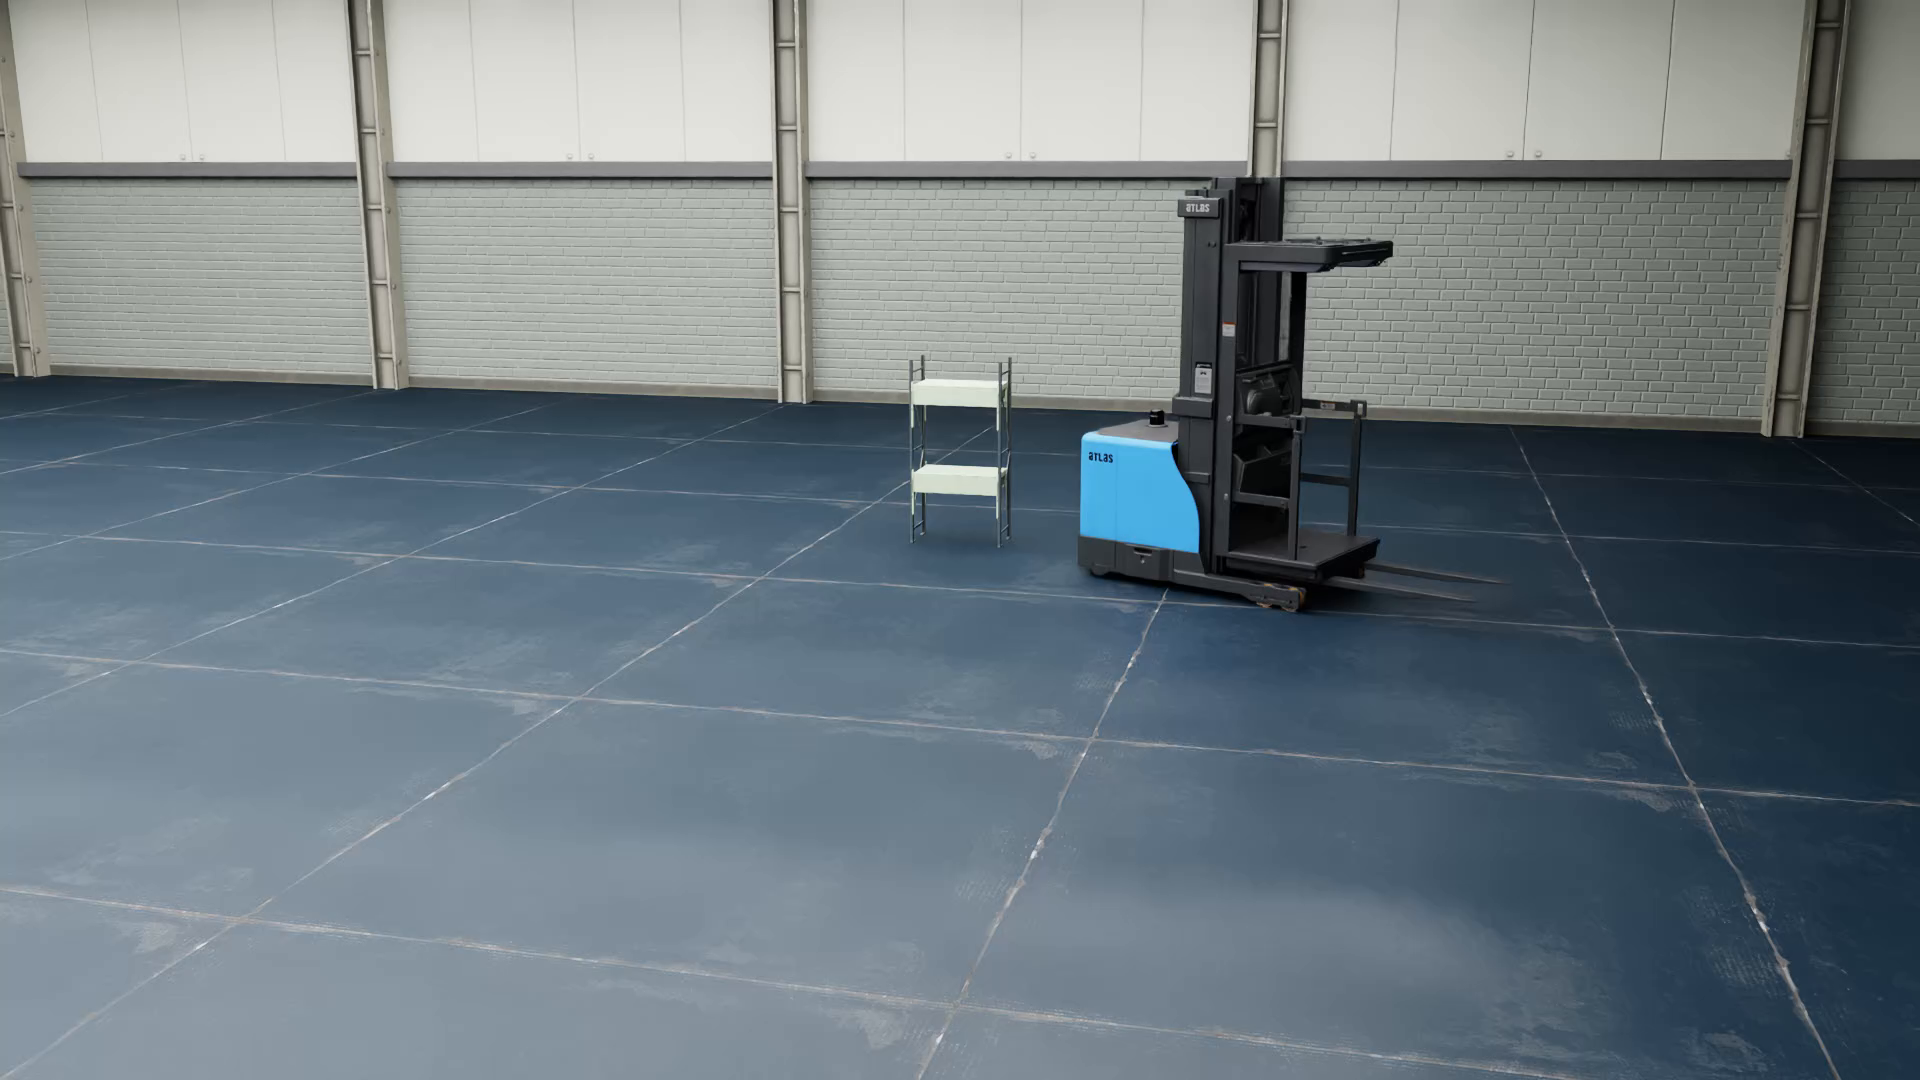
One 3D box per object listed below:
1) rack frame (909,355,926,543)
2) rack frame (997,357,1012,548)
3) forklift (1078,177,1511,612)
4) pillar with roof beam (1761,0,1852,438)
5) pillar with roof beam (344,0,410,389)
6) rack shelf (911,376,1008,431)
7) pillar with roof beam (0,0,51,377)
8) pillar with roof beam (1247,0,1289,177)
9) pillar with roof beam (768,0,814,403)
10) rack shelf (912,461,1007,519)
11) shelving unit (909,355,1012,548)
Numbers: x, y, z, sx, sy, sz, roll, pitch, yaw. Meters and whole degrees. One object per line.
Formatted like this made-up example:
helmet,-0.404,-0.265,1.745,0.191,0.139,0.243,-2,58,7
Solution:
rack frame,-0.349,-0.751,13.655,0.023,1.500,0.400,3,13,14
rack frame,0.362,-0.713,13.484,0.023,1.500,0.400,3,13,14
forklift,2.372,-1.064,11.764,3.031,2.935,1.130,9,16,36
pillar with roof beam,8.450,-4.698,14.133,0.400,9.000,9.100,3,13,14
pillar with roof beam,-9.026,-5.632,18.344,0.400,9.000,9.100,3,13,14
rack shelf,0.006,-1.113,13.485,0.720,0.370,0.431,3,13,14
pillar with roof beam,-14.851,-5.944,19.747,0.400,9.000,9.100,3,13,14
pillar with roof beam,2.625,-5.009,15.537,0.400,9.000,9.100,3,13,14
pillar with roof beam,-3.200,-5.321,16.940,0.400,9.000,9.100,3,13,14
rack shelf,0.006,-0.414,13.640,0.720,0.370,0.431,3,13,14
shelving unit,0.006,-0.732,13.570,0.755,1.500,0.431,3,13,14
